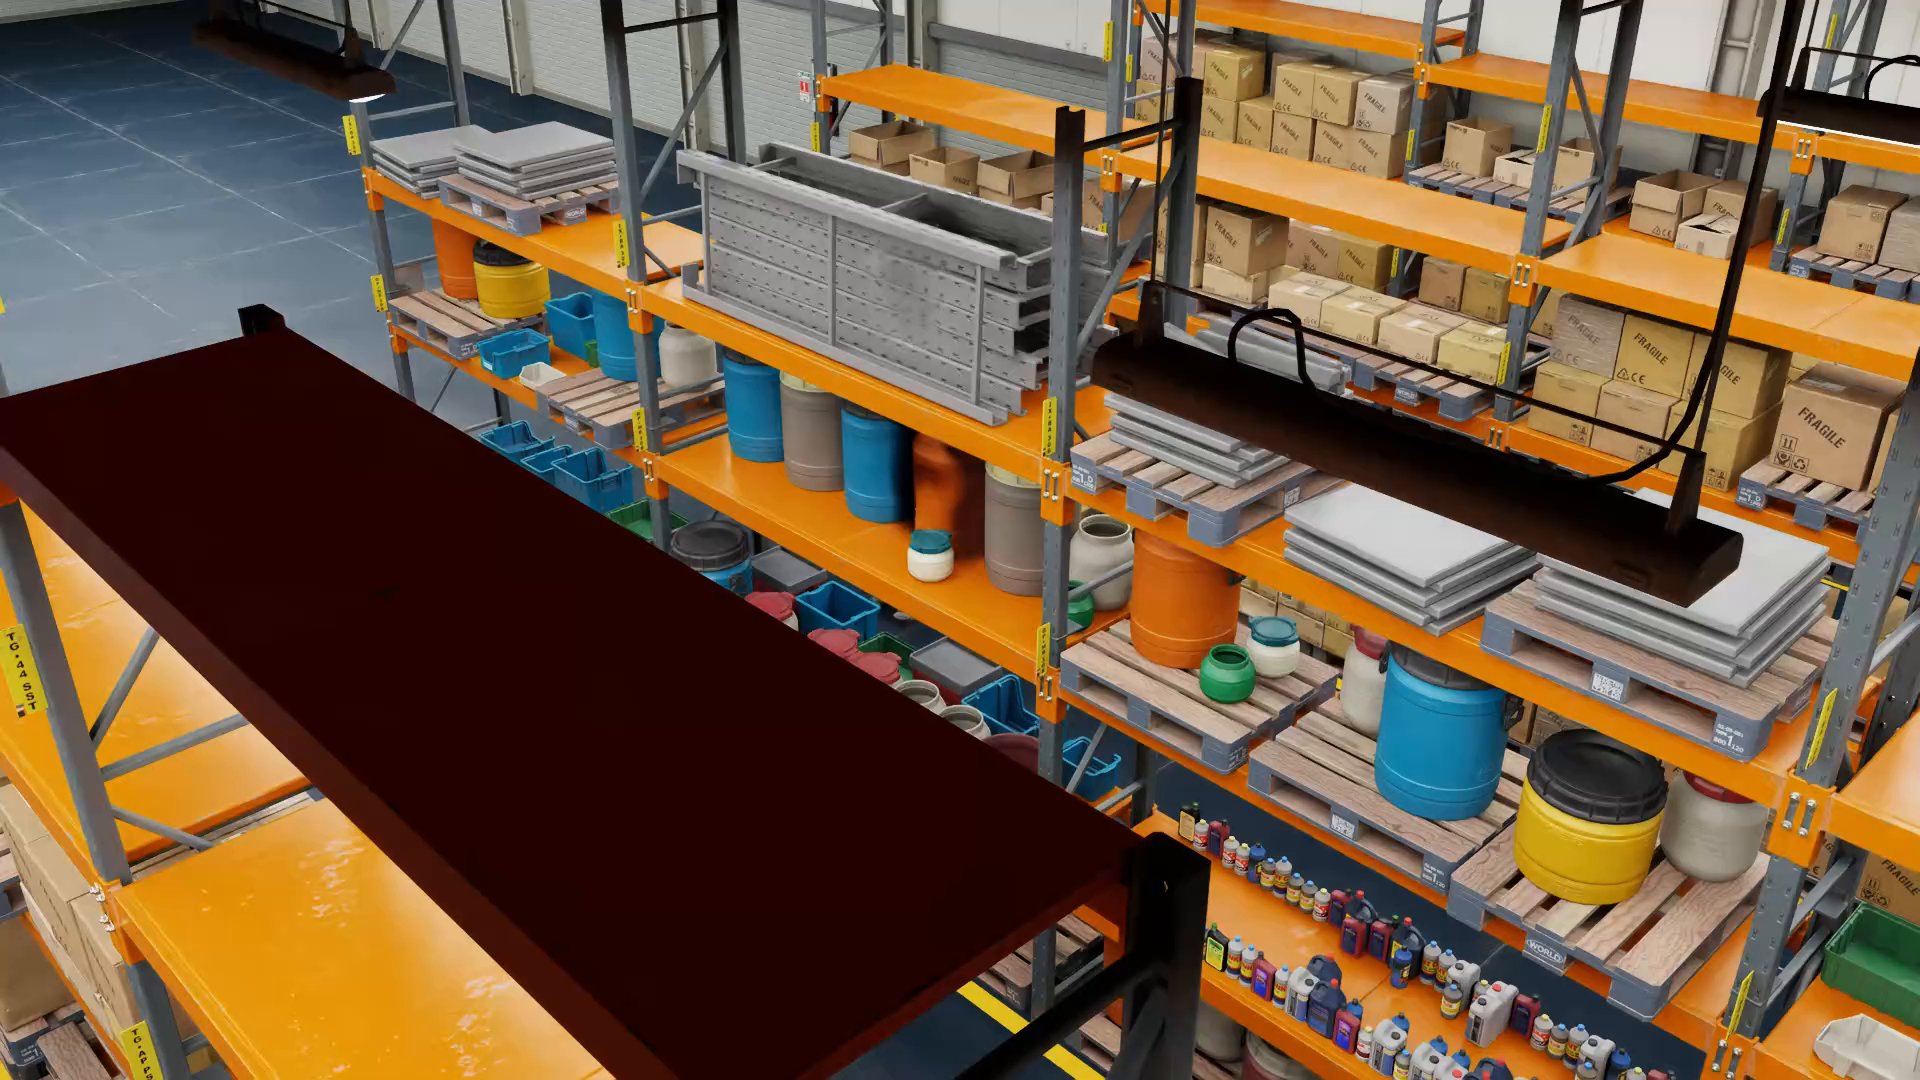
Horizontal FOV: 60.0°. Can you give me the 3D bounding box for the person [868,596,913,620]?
[{"bbox_3d":[-0.738,-0.121,15.342,0.876,1.741,0.710,-2,28,-4],"label":"person"}]
